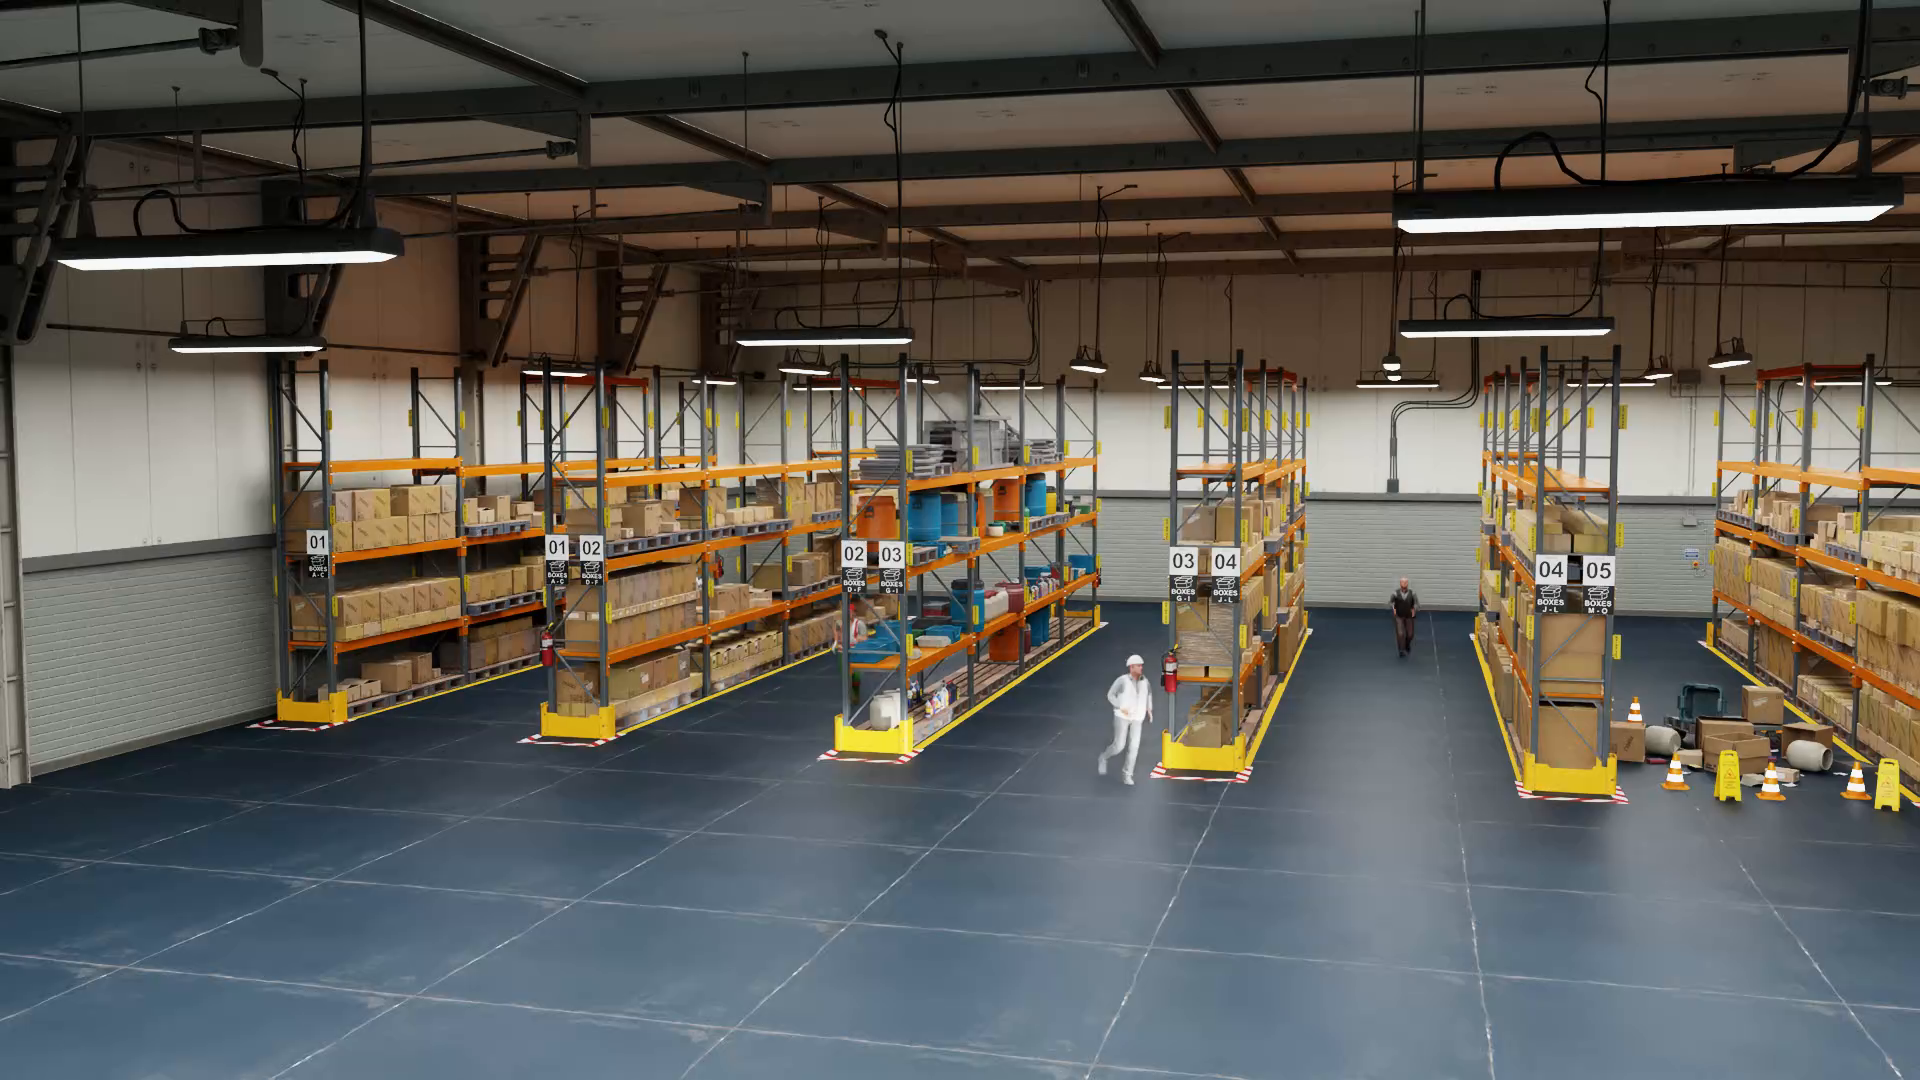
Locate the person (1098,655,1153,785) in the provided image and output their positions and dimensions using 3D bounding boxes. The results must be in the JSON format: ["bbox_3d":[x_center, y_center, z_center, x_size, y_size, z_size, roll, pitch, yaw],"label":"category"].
[{"bbox_3d":[2.379,2.469,23.125,0.731,1.745,0.814,-2,4,-22],"label":"person"}]

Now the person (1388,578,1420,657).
[{"bbox_3d":[9.376,1.639,35.144,0.657,1.672,0.577,1,4,11],"label":"person"}]

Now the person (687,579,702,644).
[{"bbox_3d":[-5.961,1.464,36.573,0.661,1.774,0.973,0,4,1],"label":"person"}]

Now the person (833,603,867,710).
[{"bbox_3d":[-1.924,2.016,29.037,0.643,1.844,0.875,0,4,4],"label":"person"}]
